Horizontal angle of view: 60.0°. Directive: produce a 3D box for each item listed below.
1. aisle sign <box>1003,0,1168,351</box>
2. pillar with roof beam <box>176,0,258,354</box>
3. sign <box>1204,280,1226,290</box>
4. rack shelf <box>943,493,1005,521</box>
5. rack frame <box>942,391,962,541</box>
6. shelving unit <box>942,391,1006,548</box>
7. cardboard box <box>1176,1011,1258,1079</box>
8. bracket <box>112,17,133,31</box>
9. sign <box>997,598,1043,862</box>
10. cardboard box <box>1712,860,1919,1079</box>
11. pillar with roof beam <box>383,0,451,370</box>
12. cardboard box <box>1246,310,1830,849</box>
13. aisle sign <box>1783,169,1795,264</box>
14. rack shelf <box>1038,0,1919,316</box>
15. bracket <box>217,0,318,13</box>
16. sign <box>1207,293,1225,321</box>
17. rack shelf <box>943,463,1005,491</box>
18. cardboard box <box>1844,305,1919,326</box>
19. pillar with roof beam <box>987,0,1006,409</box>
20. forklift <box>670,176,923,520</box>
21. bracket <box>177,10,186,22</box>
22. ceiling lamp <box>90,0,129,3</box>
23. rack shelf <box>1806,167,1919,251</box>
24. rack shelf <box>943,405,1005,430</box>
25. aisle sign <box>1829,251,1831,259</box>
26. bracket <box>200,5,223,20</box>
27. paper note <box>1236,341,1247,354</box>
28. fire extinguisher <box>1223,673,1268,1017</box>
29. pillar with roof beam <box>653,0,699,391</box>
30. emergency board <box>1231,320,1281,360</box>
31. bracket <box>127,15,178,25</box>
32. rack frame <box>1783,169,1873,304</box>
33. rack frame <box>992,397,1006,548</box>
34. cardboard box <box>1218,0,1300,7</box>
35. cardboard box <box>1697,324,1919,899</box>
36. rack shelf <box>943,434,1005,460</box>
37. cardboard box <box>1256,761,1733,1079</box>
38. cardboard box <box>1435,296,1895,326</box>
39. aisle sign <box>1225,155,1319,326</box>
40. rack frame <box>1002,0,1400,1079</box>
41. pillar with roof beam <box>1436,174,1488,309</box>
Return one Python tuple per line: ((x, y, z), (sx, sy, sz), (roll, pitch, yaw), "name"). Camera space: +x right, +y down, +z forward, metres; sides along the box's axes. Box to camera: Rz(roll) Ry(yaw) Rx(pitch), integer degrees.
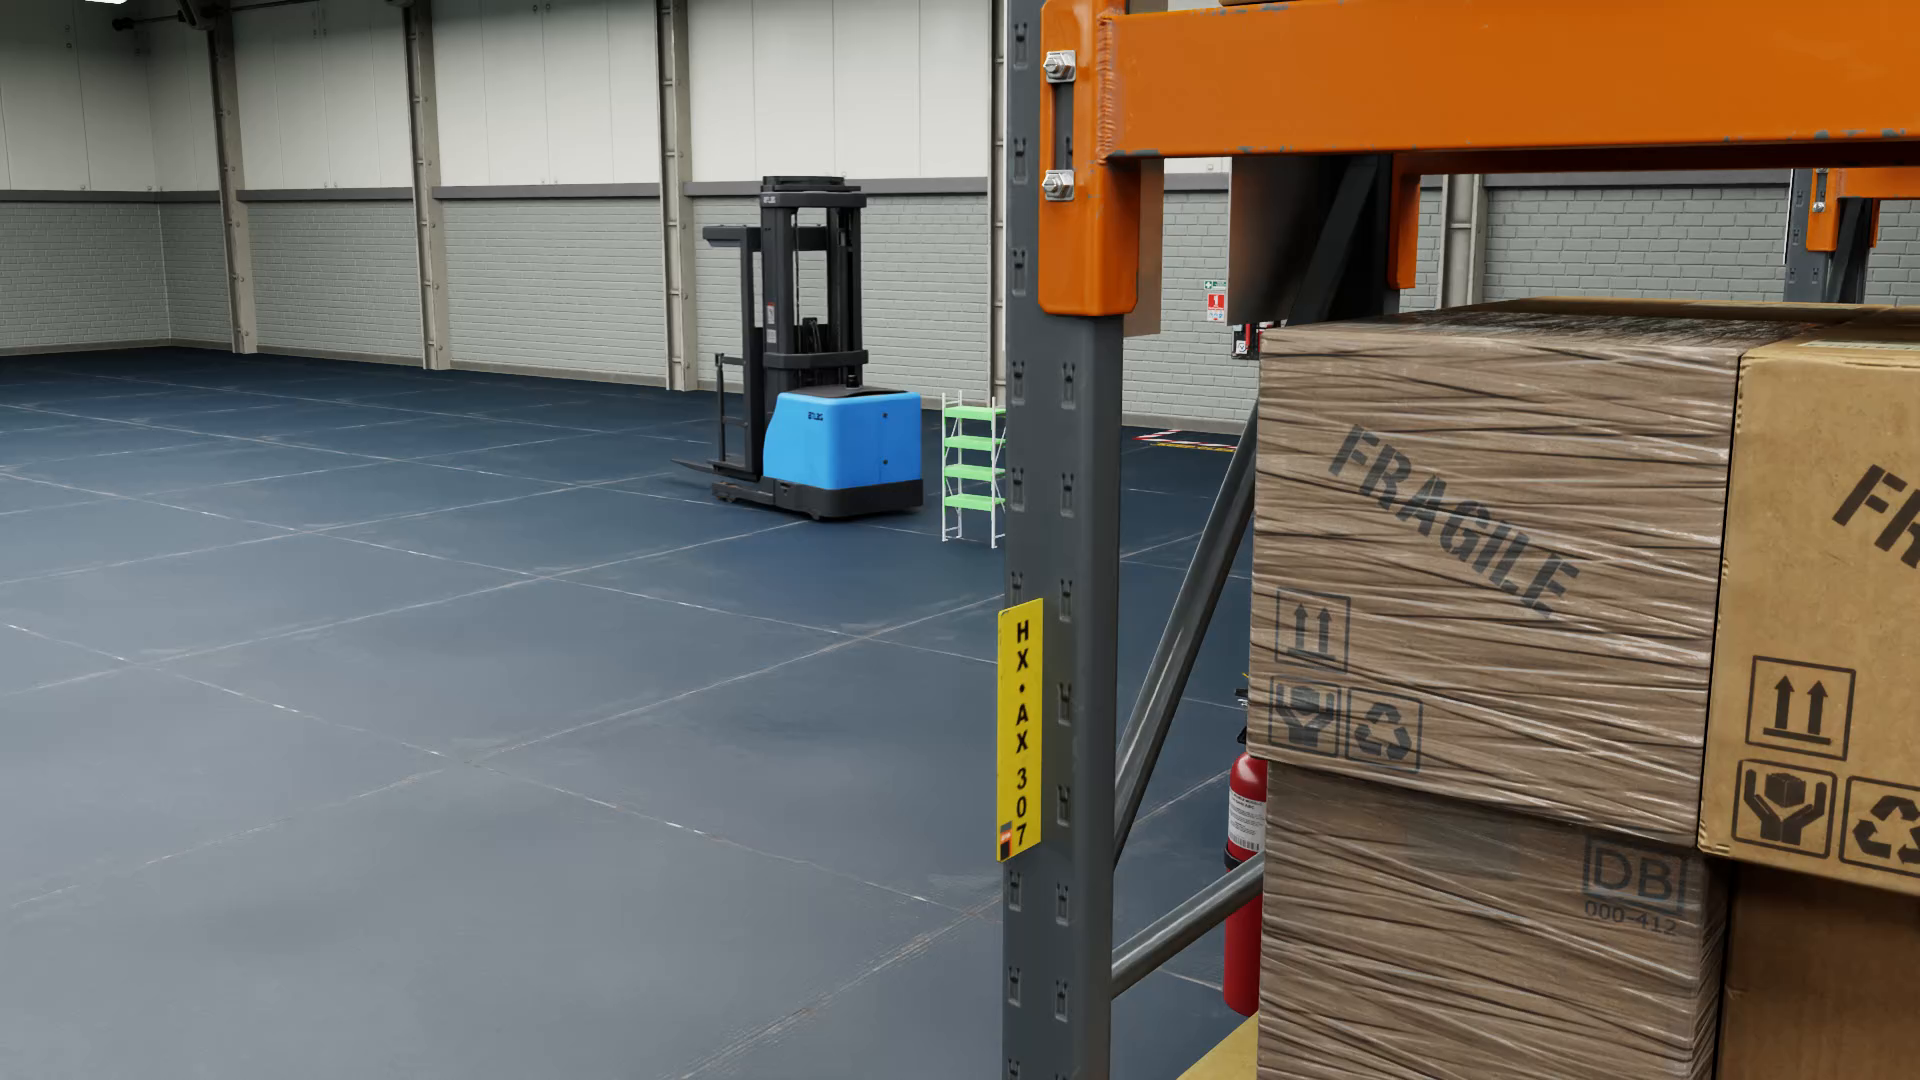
((0.172, -0.655, 2.173), (0.004, 0.787, 0.394), (8, 13, 36), "aisle sign")
((-16.457, -7.405, 28.116), (0.548, 9.000, 9.100), (8, 13, 36), "pillar with roof beam")
((3.080, -3.058, 19.951), (0.331, 0.109, 0.001), (8, 13, 36), "sign")
((0.133, -0.272, 13.377), (0.480, 0.148, 0.258), (8, 13, 36), "rack shelf")
((-0.063, -0.598, 13.461), (0.015, 1.200, 0.240), (8, 13, 36), "rack frame")
((0.133, -0.570, 13.320), (0.503, 1.200, 0.258), (8, 13, 36), "shelving unit")
((0.488, 0.774, 2.291), (0.250, 0.149, 0.380), (8, 13, 36), "cardboard box")
((-16.364, -10.090, 32.518), (0.430, 0.232, 0.235), (8, 13, 36), "bracket")
((0.078, 0.241, 2.110), (0.005, 0.325, 0.100), (8, 13, 36), "sign")
((1.300, 0.491, 2.047), (0.500, 0.500, 0.875), (8, 13, 36), "cardboard box")
((-11.621, -6.731, 24.629), (0.548, 9.000, 9.100), (8, 13, 36), "pillar with roof beam")
((0.681, 0.000, 1.954), (0.500, 0.500, 0.500), (8, 13, 36), "cardboard box")
((3.099, -1.415, 6.104), (0.004, 0.787, 0.394), (8, 13, 36), "aisle sign")
((2.011, -0.312, 1.243), (4.000, 0.370, 1.077), (8, 13, 36), "rack shelf")
((-11.708, -9.441, 29.162), (4.783, 0.066, 0.076), (8, 13, 36), "bracket")
((3.081, -2.800, 20.011), (0.234, 0.329, 0.001), (8, 13, 36), "sign")
((0.133, -0.508, 13.332), (0.480, 0.148, 0.258), (8, 13, 36), "rack shelf")
((1.395, -0.024, 2.079), (0.500, 0.500, 0.500), (8, 13, 36), "cardboard box")
((-1.949, -5.382, 17.656), (0.400, 9.000, 9.100), (8, 13, 36), "pillar with roof beam")
((-1.651, -1.836, 15.304), (1.130, 2.935, 3.031), (-9, 14, -39), "forklift")
((-14.454, -9.824, 31.141), (0.430, 0.232, 0.235), (8, 13, 36), "bracket")
((-13.731, -9.736, 24.797), (0.800, 3.185, 2.000), (8, 13, 36), "ceiling lamp")
((4.943, -1.070, 5.162), (4.000, 0.370, 1.077), (8, 13, 36), "rack shelf")
((0.133, -0.979, 13.240), (0.480, 0.148, 0.258), (8, 13, 36), "rack shelf")
((3.449, -1.506, 6.571), (0.004, 0.787, 0.394), (8, 13, 36), "aisle sign")
((-13.785, -9.731, 30.659), (0.430, 0.232, 0.235), (8, 13, 36), "bracket")
((3.364, -2.302, 19.853), (0.142, 0.148, 0.016), (8, 13, 36), "paper note")
((0.580, 0.537, 3.060), (0.183, 0.674, 0.296), (8, 13, 36), "fire extinguisher")
((-6.785, -6.056, 21.142), (0.400, 9.000, 9.100), (8, 13, 36), "pillar with roof beam")
((3.466, -2.704, 19.612), (0.643, 1.169, 0.194), (8, 13, 36), "emergency board")
((-15.888, -10.024, 32.175), (3.189, 0.066, 0.076), (8, 13, 36), "bracket")
((3.331, -0.176, 6.541), (0.127, 3.000, 1.000), (8, 13, 36), "rack frame")
((0.330, -0.543, 13.178), (0.015, 1.200, 0.240), (8, 13, 36), "rack frame")
((0.634, -0.723, 1.867), (0.500, 0.250, 0.500), (8, 14, 37), "cardboard box")
((1.080, 0.057, 1.658), (0.500, 0.500, 0.500), (8, 13, 36), "cardboard box")
((0.133, -0.743, 13.286), (0.480, 0.148, 0.258), (8, 13, 36), "rack shelf")
((0.826, 0.453, 2.243), (0.500, 0.500, 0.875), (8, 13, 36), "cardboard box")
((0.989, -0.080, 2.365), (0.500, 0.500, 0.500), (8, 13, 36), "cardboard box")
((0.527, -0.747, 2.648), (0.004, 0.787, 0.394), (8, 13, 36), "aisle sign")
((0.397, 0.583, 2.619), (0.053, 2.616, 0.949), (8, 13, 36), "rack frame")
((2.887, -4.707, 14.169), (0.400, 9.000, 9.100), (8, 13, 36), "pillar with roof beam")
